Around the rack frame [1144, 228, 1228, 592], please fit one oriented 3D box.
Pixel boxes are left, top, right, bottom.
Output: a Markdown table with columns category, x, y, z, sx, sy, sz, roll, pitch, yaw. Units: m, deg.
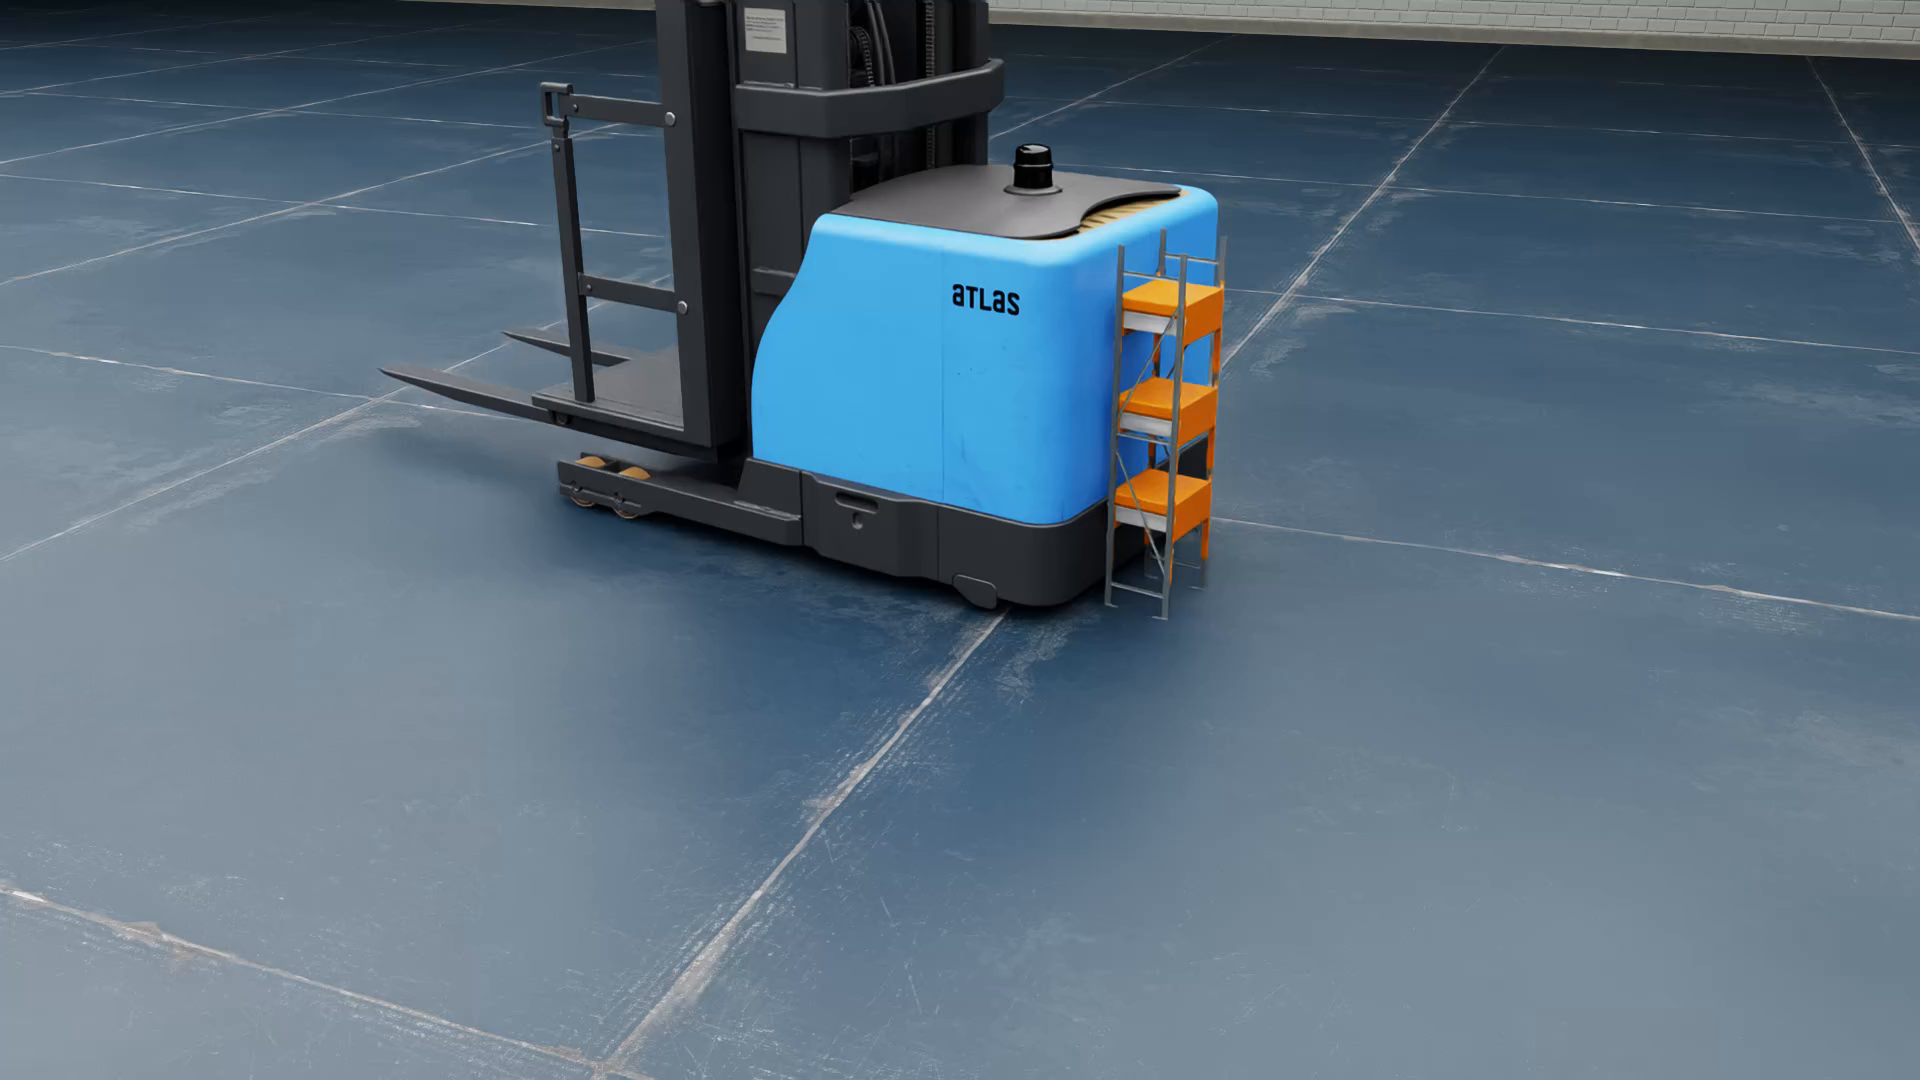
| category | x | y | z | sx | sy | sz | roll | pitch | yaw |
| --- | --- | --- | --- | --- | --- | --- | --- | --- | --- |
| rack frame | 0.636 | -0.354 | 4.736 | 0.200 | 1.050 | 0.008 | 14 | 27 | 30 |

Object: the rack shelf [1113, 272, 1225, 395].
| category | x | y | z | sx | sy | sz | roll | pitch | yaw |
| --- | --- | --- | --- | --- | --- | --- | --- | --- | --- |
| rack shelf | 0.570 | -0.567 | 4.536 | 0.215 | 0.259 | 0.240 | 14 | 27 | 30 |

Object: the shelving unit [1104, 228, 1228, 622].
| category | x | y | z | sx | sy | sz | roll | pitch | yaw |
| --- | --- | --- | --- | --- | --- | --- | --- | --- | --- |
| shelving unit | 0.569 | -0.315 | 4.642 | 0.215 | 1.050 | 0.252 | 14 | 27 | 30 |

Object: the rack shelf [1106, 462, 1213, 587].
| category | x | y | z | sx | sy | sz | roll | pitch | yaw |
| --- | --- | --- | --- | --- | --- | --- | --- | --- | --- |
| rack shelf | 0.569 | -0.049 | 4.753 | 0.215 | 0.259 | 0.240 | 14 | 27 | 30 |

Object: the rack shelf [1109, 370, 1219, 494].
| category | x | y | z | sx | sy | sz | roll | pitch | yaw |
| --- | --- | --- | --- | --- | --- | --- | --- | --- | --- |
| rack shelf | 0.569 | -0.305 | 4.646 | 0.215 | 0.259 | 0.240 | 14 | 27 | 30 |

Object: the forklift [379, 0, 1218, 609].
| category | x | y | z | sx | sy | sz | roll | pitch | yaw |
| --- | --- | --- | --- | --- | --- | --- | --- | --- | --- |
| forklift | -0.723 | -1.575 | 5.217 | 3.031 | 2.935 | 1.130 | 14 | 27 | 30 |

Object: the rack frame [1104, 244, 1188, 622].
| category | x | y | z | sx | sy | sz | roll | pitch | yaw |
| --- | --- | --- | --- | --- | --- | --- | --- | --- | --- |
| rack frame | 0.502 | -0.276 | 4.548 | 0.200 | 1.050 | 0.008 | 14 | 27 | 30 |
